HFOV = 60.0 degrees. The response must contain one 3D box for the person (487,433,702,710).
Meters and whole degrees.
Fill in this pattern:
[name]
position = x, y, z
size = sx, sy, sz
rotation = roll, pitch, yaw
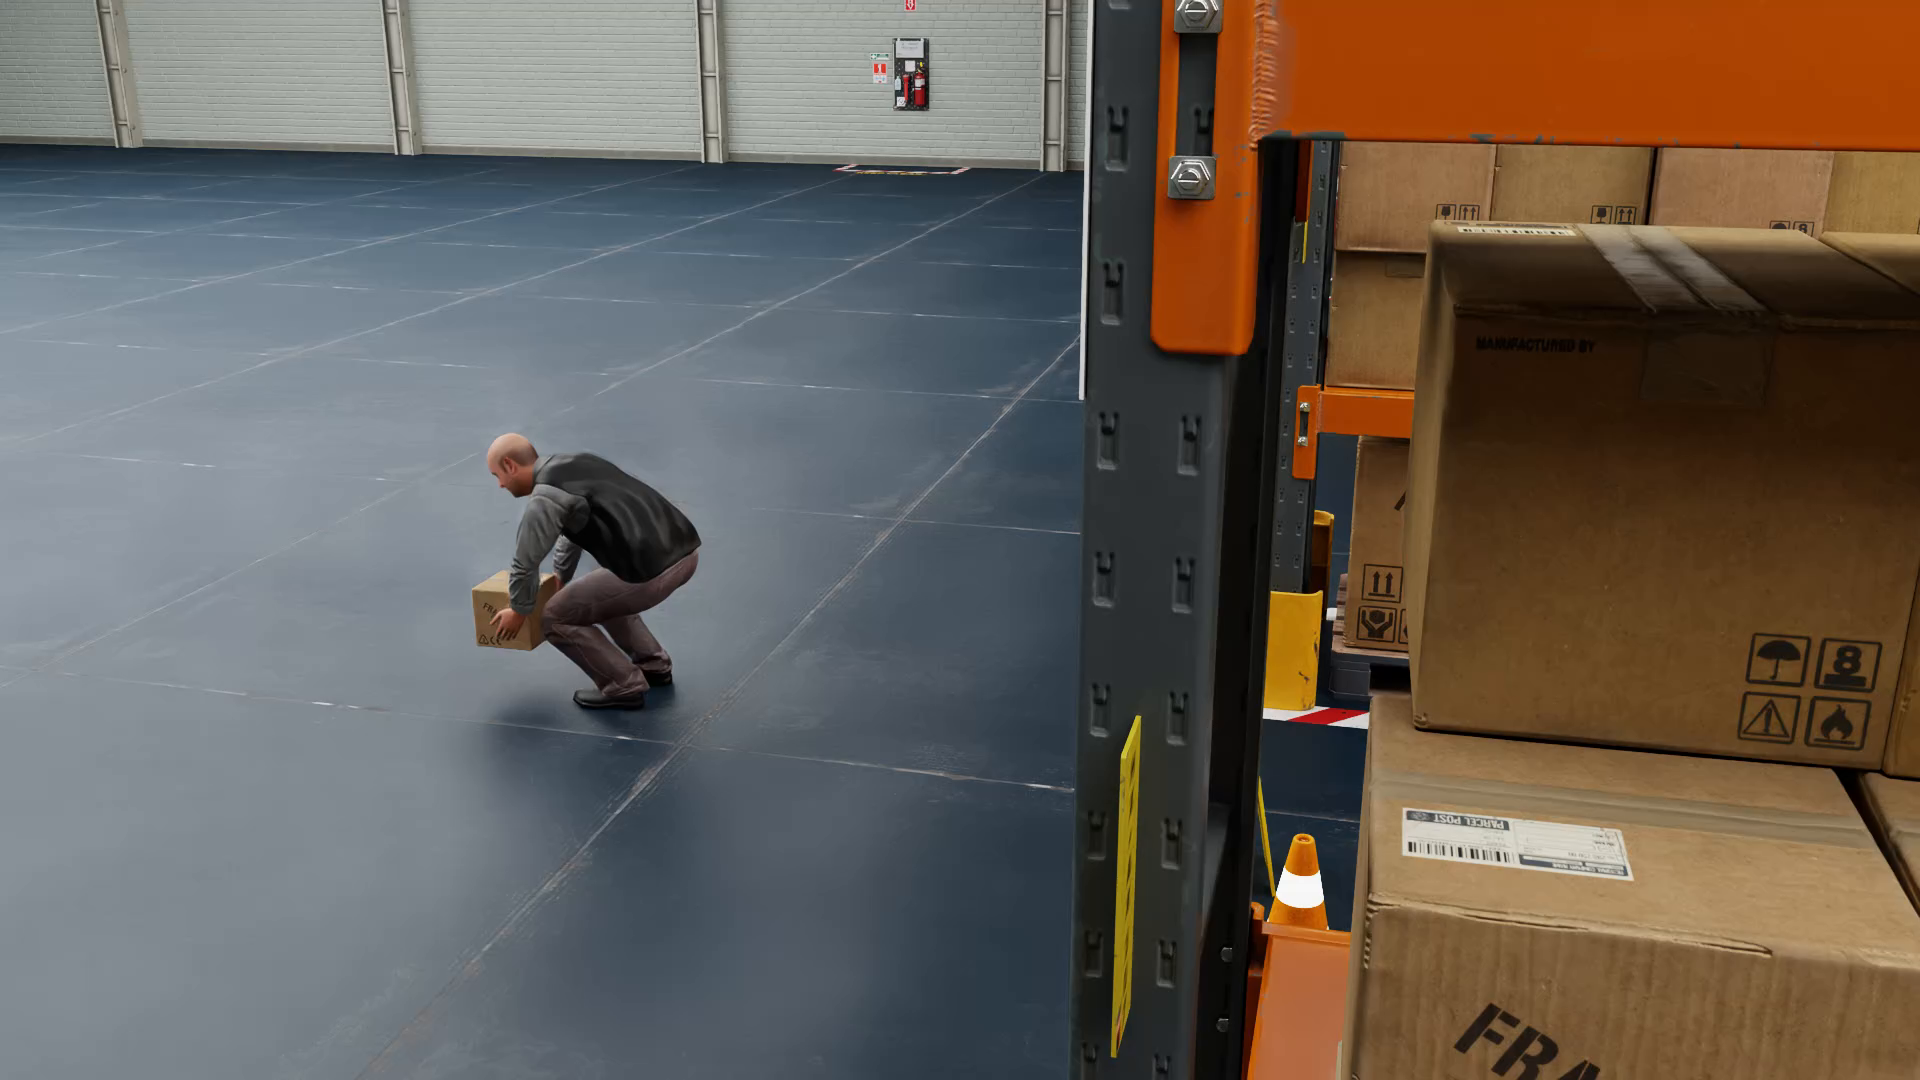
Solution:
[person]
position = -1.483, 0.118, 6.735
size = 0.824, 1.104, 0.561
rotation = 4, 19, 13
